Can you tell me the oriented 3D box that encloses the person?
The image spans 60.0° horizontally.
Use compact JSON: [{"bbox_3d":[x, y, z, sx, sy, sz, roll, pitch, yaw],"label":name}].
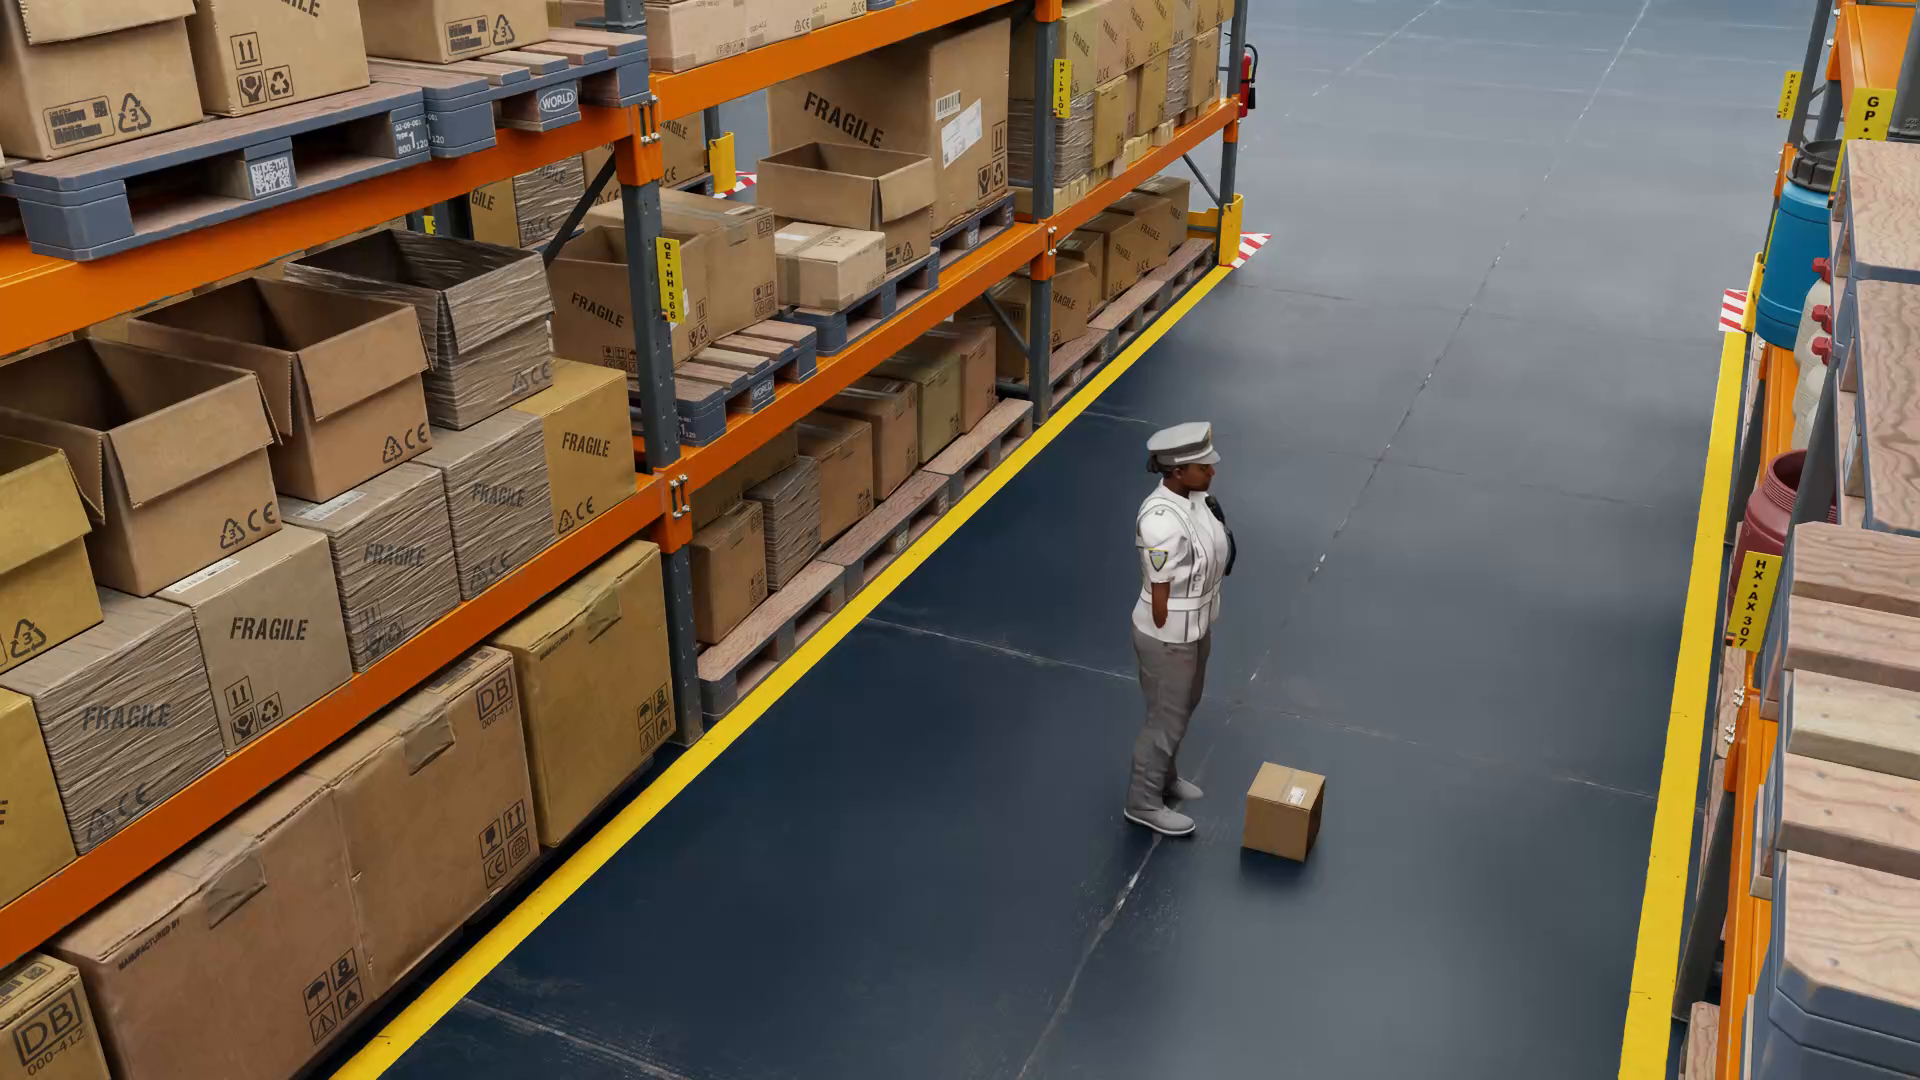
[{"bbox_3d":[0.844,0.346,6.424,0.339,1.707,0.437,12,29,23],"label":"person"}]
